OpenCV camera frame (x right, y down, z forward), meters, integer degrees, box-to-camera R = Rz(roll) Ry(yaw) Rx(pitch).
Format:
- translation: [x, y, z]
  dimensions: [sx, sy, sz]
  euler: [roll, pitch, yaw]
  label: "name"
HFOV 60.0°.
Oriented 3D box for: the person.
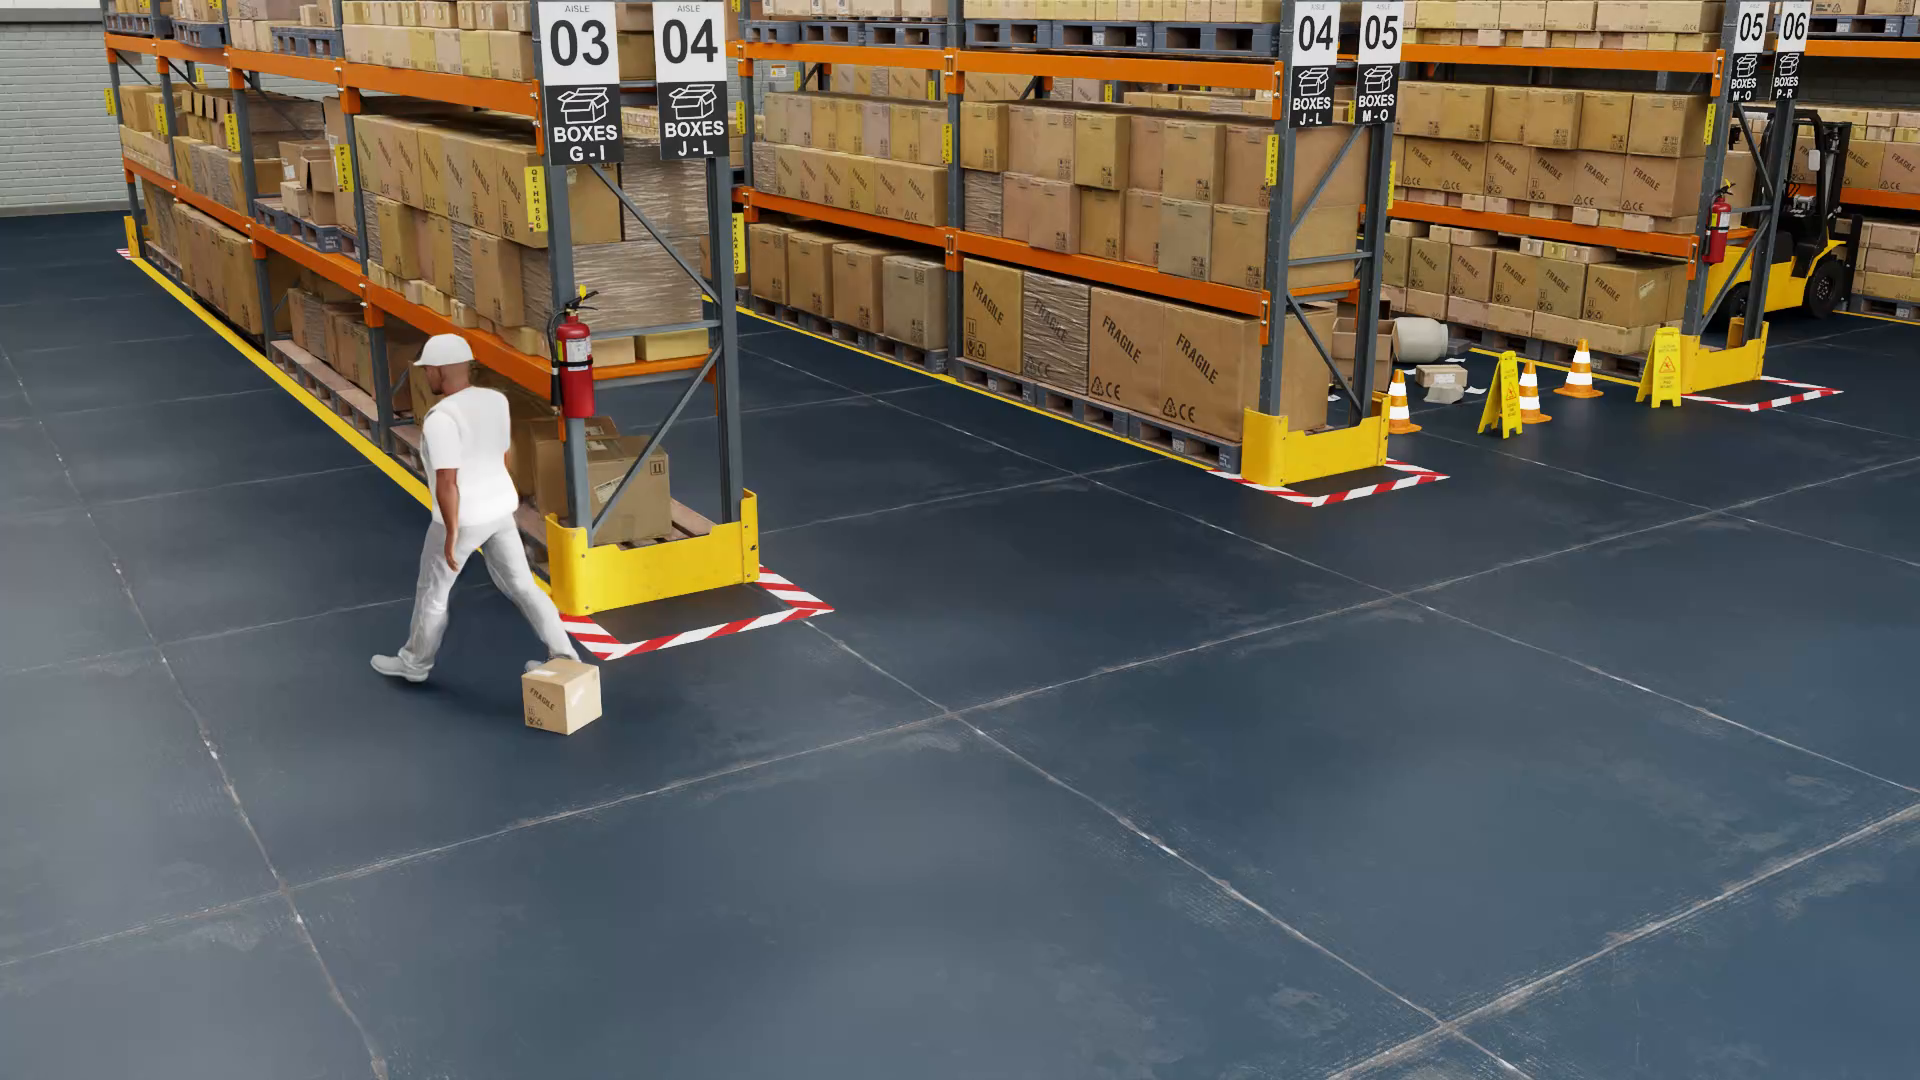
- translation: [-2.355, -0.134, 7.959]
  dimensions: [1.061, 1.713, 0.583]
  euler: [9, 20, 25]
  label: "person"
